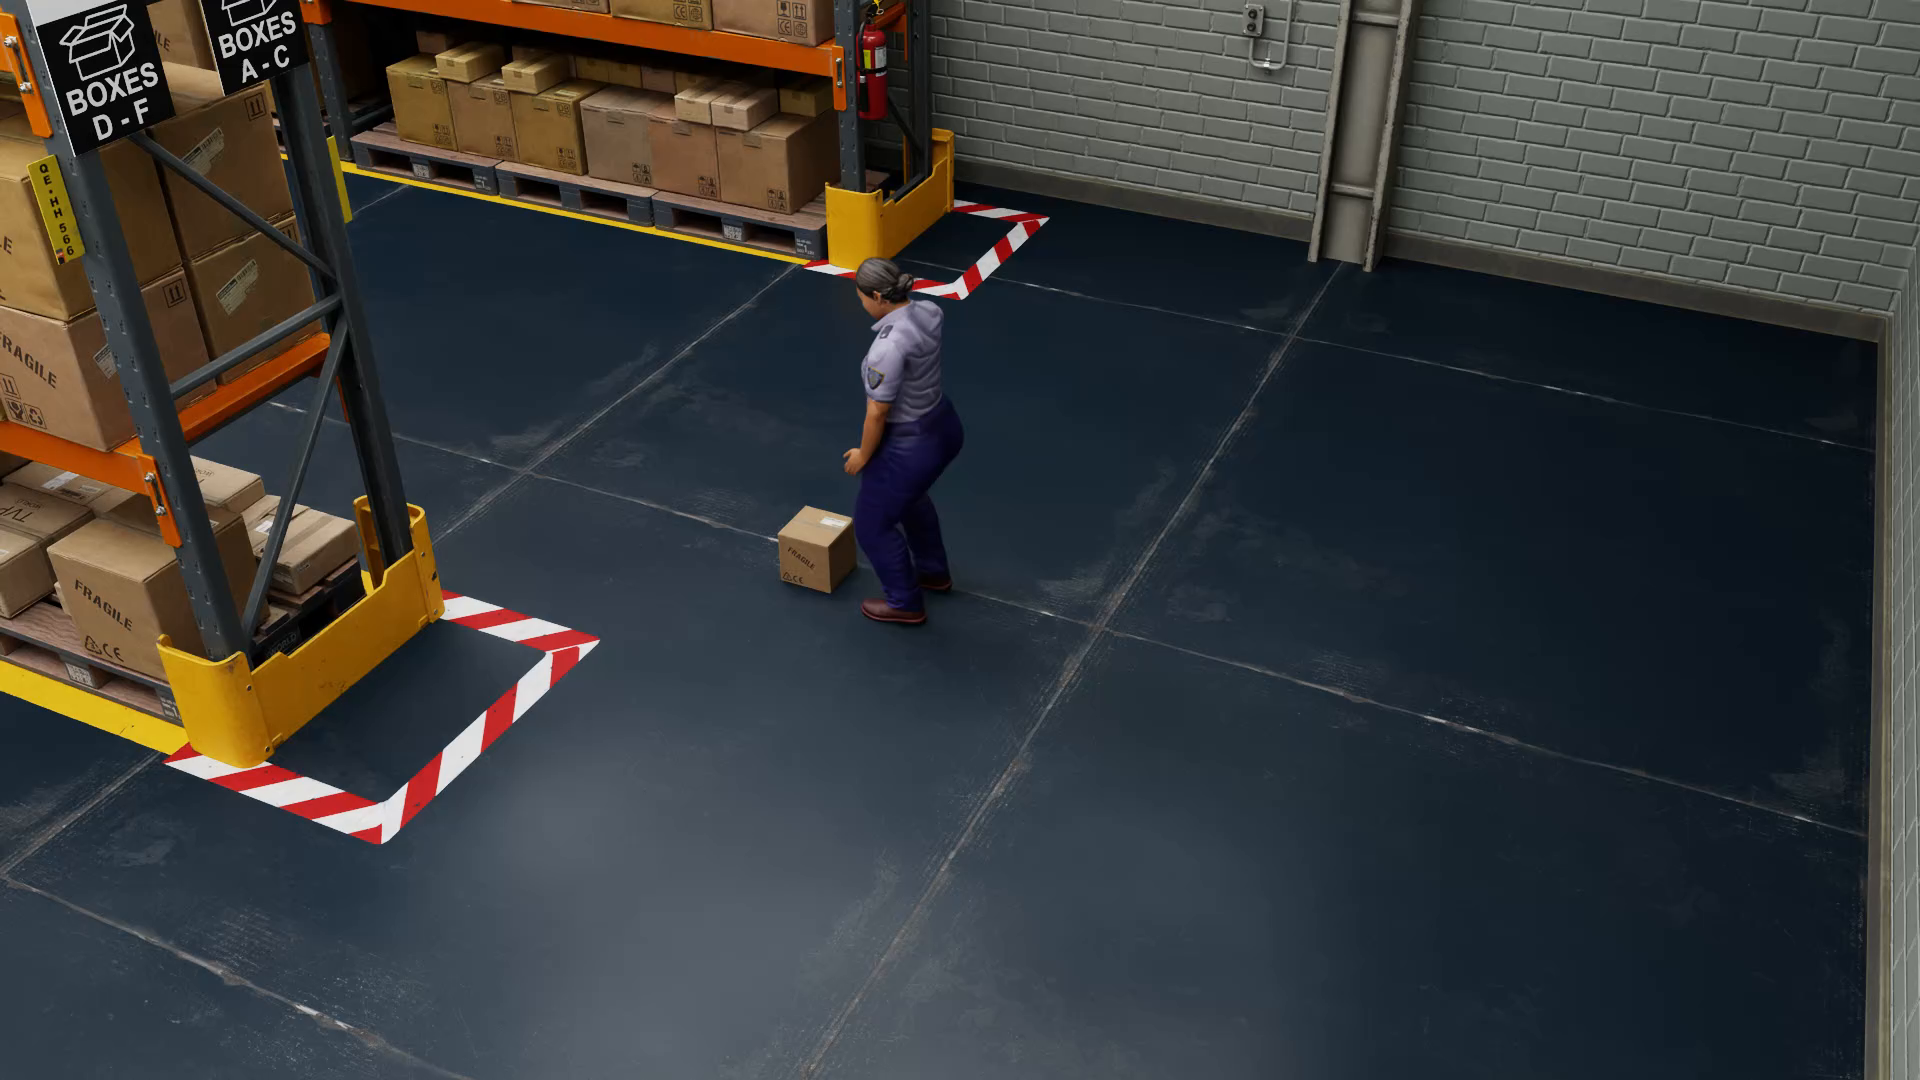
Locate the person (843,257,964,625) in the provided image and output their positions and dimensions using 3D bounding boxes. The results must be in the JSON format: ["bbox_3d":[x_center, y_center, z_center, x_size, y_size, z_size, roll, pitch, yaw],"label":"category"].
[{"bbox_3d":[-0.223,-0.384,6.776,0.390,1.608,0.496,15,37,22],"label":"person"}]
